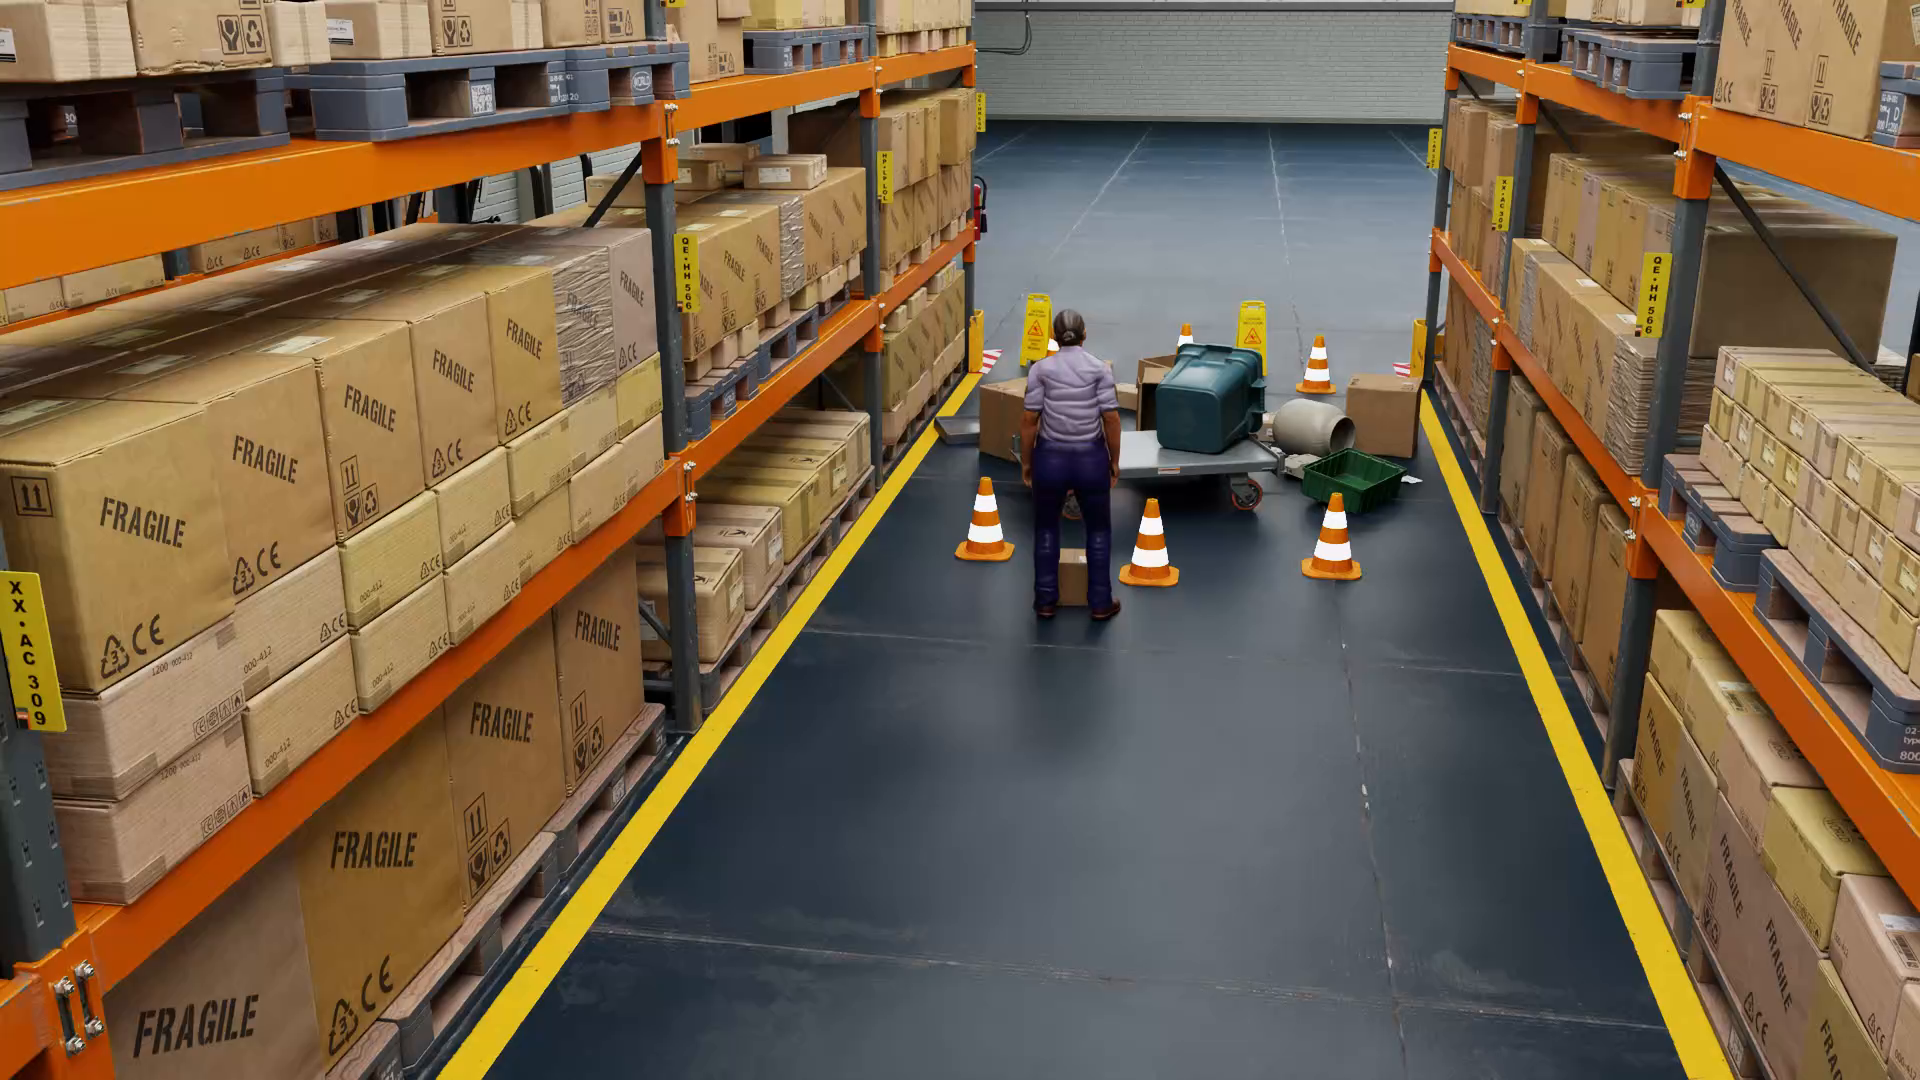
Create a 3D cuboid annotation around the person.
[{"bbox_3d":[0.594,-0.380,8.761,0.555,1.636,0.368,2,18,6],"label":"person"}]
